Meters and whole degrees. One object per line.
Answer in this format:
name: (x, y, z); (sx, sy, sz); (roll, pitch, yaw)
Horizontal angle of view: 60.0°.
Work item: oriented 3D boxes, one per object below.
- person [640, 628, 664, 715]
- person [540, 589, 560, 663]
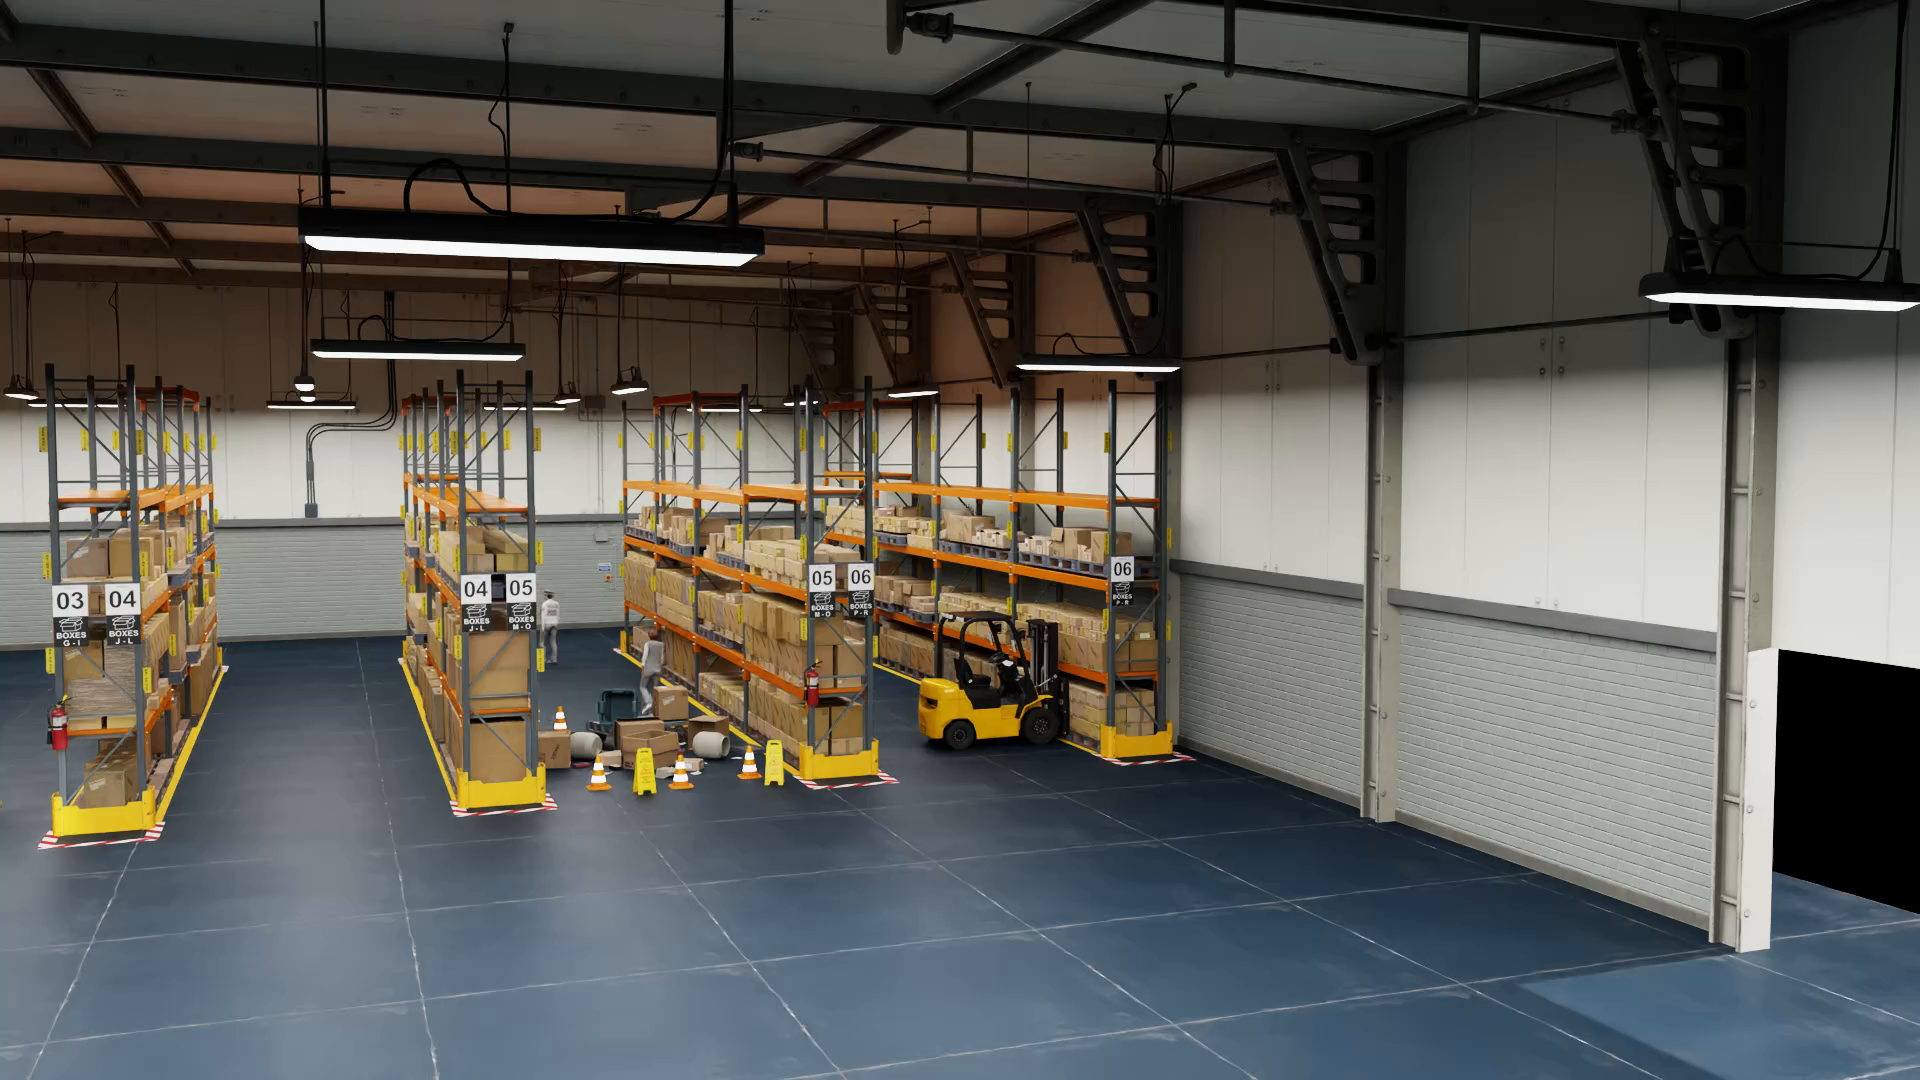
person: (-5.619, 2.419, 30.406); (0.474, 1.593, 0.422); (-2, 4, -27)
person: (-9.350, 1.972, 37.768); (0.518, 1.697, 0.563); (3, 5, 44)
